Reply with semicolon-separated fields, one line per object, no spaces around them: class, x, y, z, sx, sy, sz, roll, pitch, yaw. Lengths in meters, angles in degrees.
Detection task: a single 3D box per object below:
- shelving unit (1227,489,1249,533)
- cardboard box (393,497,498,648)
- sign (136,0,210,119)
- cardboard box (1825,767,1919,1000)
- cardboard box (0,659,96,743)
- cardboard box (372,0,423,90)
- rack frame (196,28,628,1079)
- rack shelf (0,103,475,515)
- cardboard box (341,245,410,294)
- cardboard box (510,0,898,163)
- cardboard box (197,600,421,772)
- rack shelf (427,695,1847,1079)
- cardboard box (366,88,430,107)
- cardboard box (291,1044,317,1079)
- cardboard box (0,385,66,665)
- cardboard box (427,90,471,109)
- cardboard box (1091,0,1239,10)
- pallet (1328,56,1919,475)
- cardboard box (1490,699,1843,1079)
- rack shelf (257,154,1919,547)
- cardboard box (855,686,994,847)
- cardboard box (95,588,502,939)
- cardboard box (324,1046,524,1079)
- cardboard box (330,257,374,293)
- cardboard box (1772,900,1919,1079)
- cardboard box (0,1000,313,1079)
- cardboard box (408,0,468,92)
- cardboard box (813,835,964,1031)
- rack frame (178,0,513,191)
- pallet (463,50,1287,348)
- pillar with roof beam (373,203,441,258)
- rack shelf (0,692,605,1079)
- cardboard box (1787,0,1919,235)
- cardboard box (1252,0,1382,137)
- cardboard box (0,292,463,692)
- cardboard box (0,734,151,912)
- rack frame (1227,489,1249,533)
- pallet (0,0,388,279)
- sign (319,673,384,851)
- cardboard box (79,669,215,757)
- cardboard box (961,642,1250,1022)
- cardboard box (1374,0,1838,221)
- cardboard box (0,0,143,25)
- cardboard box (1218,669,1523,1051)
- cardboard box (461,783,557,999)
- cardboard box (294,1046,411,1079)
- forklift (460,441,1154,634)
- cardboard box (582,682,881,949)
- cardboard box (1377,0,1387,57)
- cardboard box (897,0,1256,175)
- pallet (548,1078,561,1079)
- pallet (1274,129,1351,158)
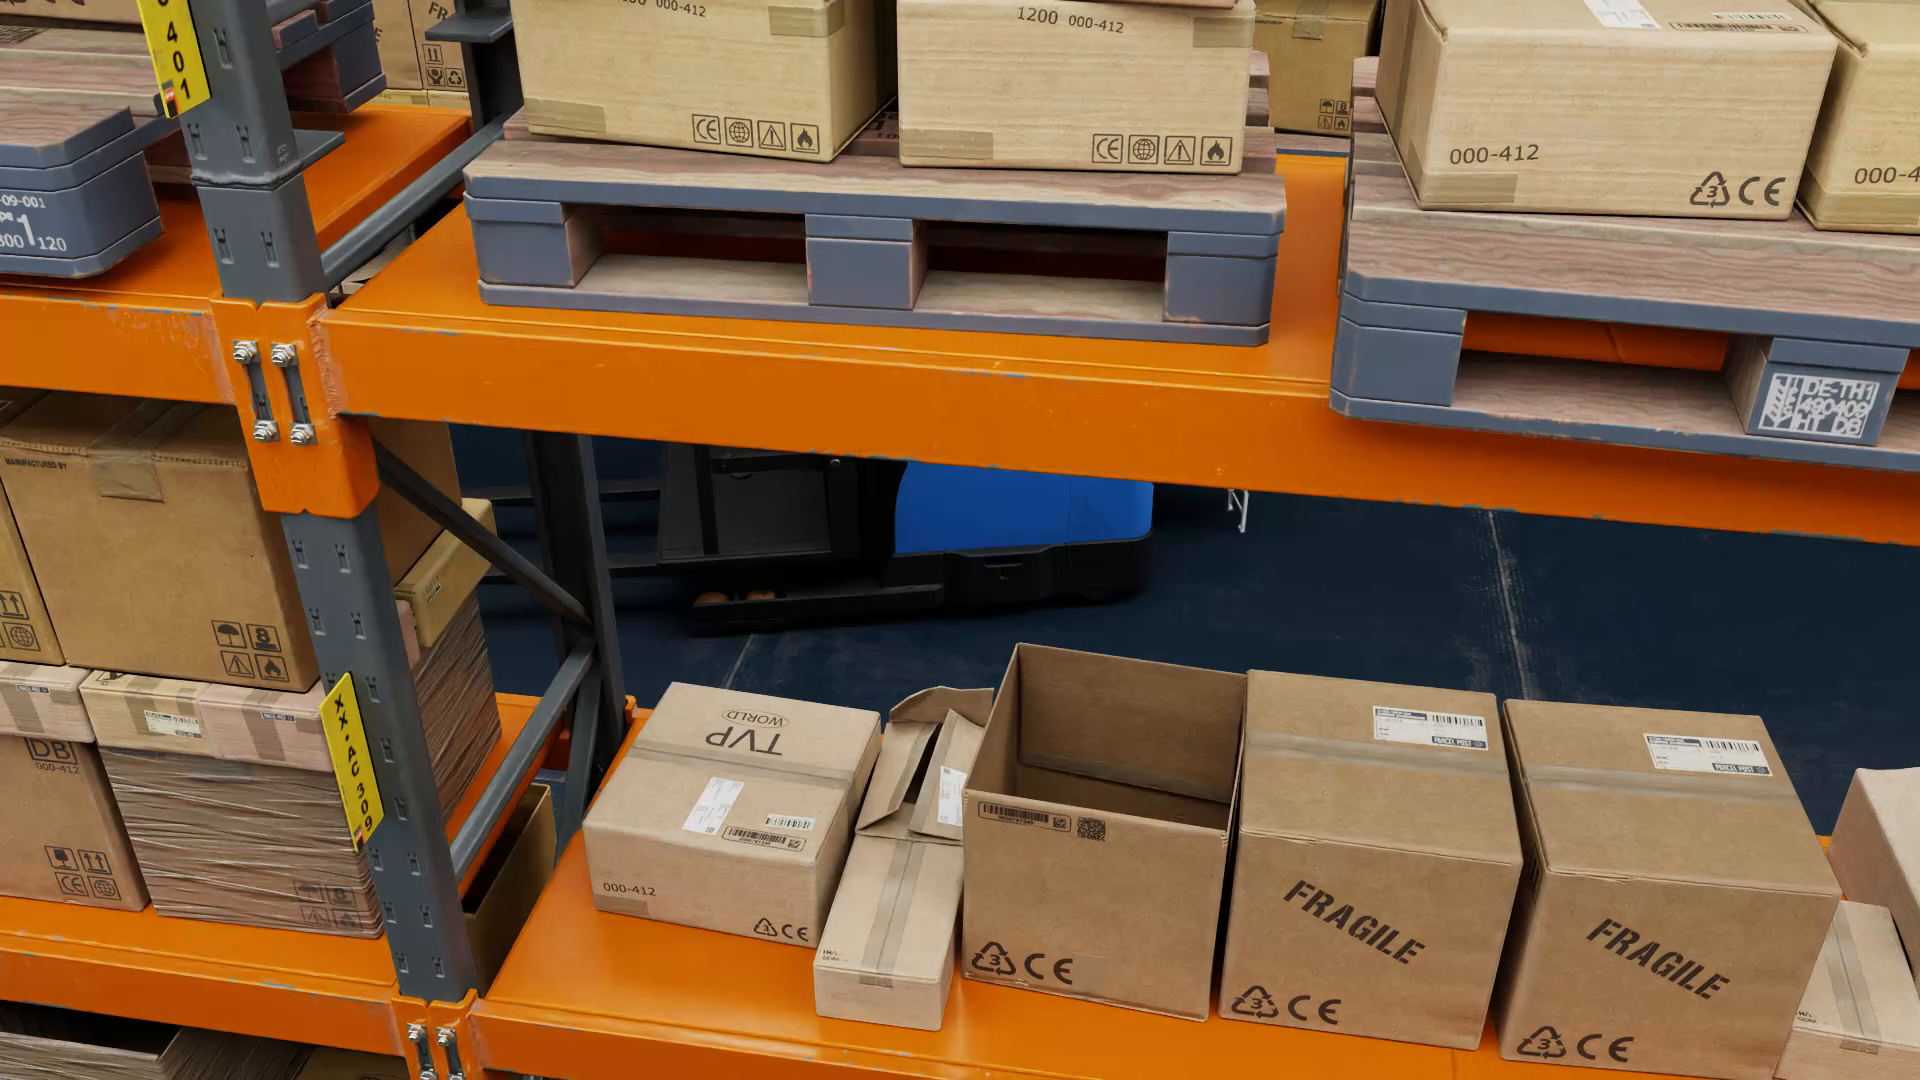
shelving unit;0.985;-0.588;7.058;0.503;1.200;0.258;-4;32;-6
cardboard box;-1.202;0.059;3.624;0.250;0.149;0.380;5;32;8
sign;-1.062;-0.733;2.204;0.005;0.325;0.100;5;32;8
cardboard box;2.124;0.715;3.365;0.500;0.311;0.500;5;32;8
cardboard box;-1.776;0.226;3.355;0.250;0.149;0.380;4;32;7
cardboard box;-2.669;-2.411;7.691;0.500;0.500;0.500;4;32;7
rack frame;-0.970;0.501;3.622;0.127;3.000;1.000;5;32;8
rack shelf;-2.941;-0.644;3.302;4.000;0.370;1.077;5;32;8
cardboard box;-2.854;-1.334;8.674;0.500;0.311;0.500;8;33;12
cardboard box;-0.364;-0.825;2.659;0.500;0.250;0.500;8;33;13
cardboard box;-1.274;0.272;3.283;0.250;0.149;0.380;5;32;8
rack shelf;1.002;0.985;3.528;4.000;0.370;1.077;5;32;8
cardboard box;-2.640;-2.095;7.892;0.500;0.250;0.500;5;32;7
cardboard box;-1.955;1.512;4.203;0.500;0.250;0.500;5;32;8
cardboard box;-1.907;-0.172;3.380;0.500;0.500;0.700;5;32;8
cardboard box;-2.142;-2.049;7.818;0.500;0.250;0.500;5;32;9
cardboard box;0.197;-1.088;2.373;0.500;0.500;0.500;8;33;13
pallet;1.186;-0.445;2.485;1.213;0.211;1.003;7;33;10
cardboard box;1.316;0.675;3.251;0.500;0.500;0.500;3;32;6
rack shelf;1.002;-0.287;2.732;4.000;0.370;1.077;5;32;8
cardboard box;-0.072;0.541;3.686;0.258;0.266;0.396;4;32;7
cardboard box;-1.408;0.422;3.654;0.500;0.500;0.700;4;32;7
cardboard box;-1.376;1.289;4.560;0.500;0.250;0.500;5;32;8
cardboard box;-3.416;-1.385;8.755;0.500;0.311;0.500;2;32;3
cardboard box;1.707;0.880;3.253;0.250;0.149;0.380;8;33;12
cardboard box;-1.955;1.193;4.006;0.500;0.500;0.500;5;32;8
cardboard box;-2.159;-2.371;7.627;0.500;0.500;0.500;6;33;10
cardboard box;-0.131;0.794;3.392;0.250;0.149;0.380;5;32;8
rack frame;-0.970;-2.042;2.030;0.127;3.000;1.000;5;32;8
pallet;-0.098;-0.617;2.762;1.217;0.209;0.805;4;32;6
pillar with roof beam;-3.972;-3.128;3.766;0.400;9.000;9.100;5;32;8
rack shelf;-2.941;0.628;4.098;4.000;0.370;1.077;5;32;8
cardboard box;1.435;-0.633;2.353;0.500;0.250;0.500;5;32;7
cardboard box;1.560;-2.159;7.364;0.500;0.500;0.700;10;33;15
cardboard box;-1.408;-0.127;3.309;0.500;0.500;0.700;5;32;8
cardboard box;-1.929;0.379;3.723;0.500;0.500;0.700;5;32;8
rack frame;1.227;-0.603;7.083;0.015;1.200;0.240;-4;32;-6
pallet;-1.815;-0.795;2.950;1.213;0.211;1.003;5;32;8
sign;-1.062;0.391;2.907;0.005;0.325;0.100;5;32;8
cardboard box;-1.517;0.249;3.320;0.250;0.149;0.380;5;32;7
cardboard box;0.304;0.583;3.397;0.500;0.500;0.500;7;33;12
cardboard box;0.905;-0.682;2.431;0.500;0.250;0.500;3;32;4
cardboard box;-1.422;-1.233;2.943;0.500;0.500;0.500;8;33;12
cardboard box;0.797;0.628;3.326;0.500;0.500;0.500;5;32;8
cardboard box;-1.374;0.966;4.369;0.500;0.500;0.500;5;32;8
cardboard box;-1.464;1.562;4.124;0.500;0.250;0.500;5;32;8
forklift;-0.766;-1.165;6.348;3.031;2.935;1.130;-4;32;-6
cardboard box;-0.477;0.586;3.628;0.500;0.250;0.500;7;33;11
cardboard box;2.106;-2.098;7.266;0.500;0.500;0.700;5;32;8
cardboard box;0.178;-0.777;2.583;0.500;0.250;0.500;2;32;3
pallet;-1.747;1.590;4.510;1.213;0.211;1.003;5;32;8
pallet;1.845;-1.807;7.490;1.213;0.211;1.003;5;32;8
